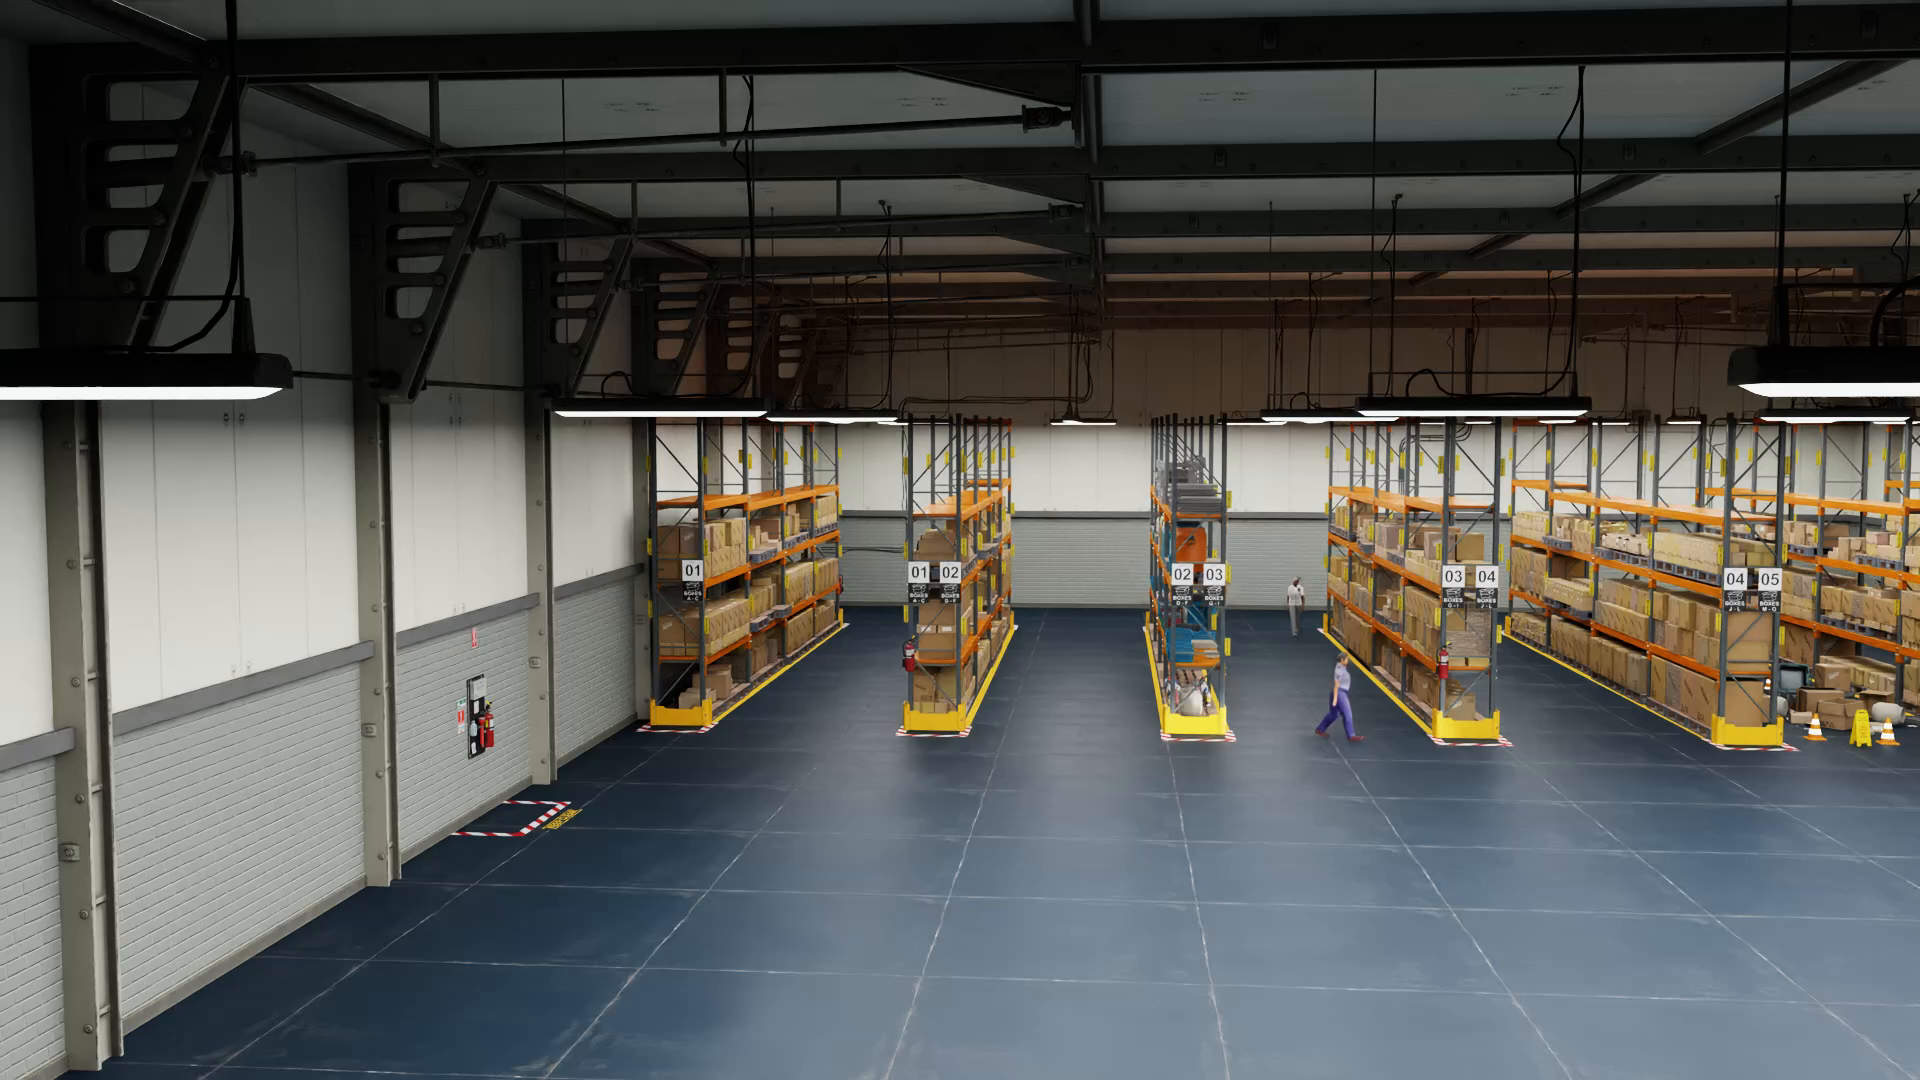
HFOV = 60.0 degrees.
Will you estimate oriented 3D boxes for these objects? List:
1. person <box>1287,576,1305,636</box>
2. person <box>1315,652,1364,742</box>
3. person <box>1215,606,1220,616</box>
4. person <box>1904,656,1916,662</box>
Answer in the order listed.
[{"bbox_3d":[9.290,1.797,45.953,0.453,1.622,1.035,0,4,5],"label":"person"},{"bbox_3d":[6.973,2.868,30.523,0.856,1.621,0.493,1,4,10],"label":"person"},{"bbox_3d":[7.664,1.452,50.387,0.437,1.790,0.589,-1,4,-13],"label":"person"},{"bbox_3d":[23.306,2.110,40.396,0.582,1.770,0.592,-1,4,-17],"label":"person"}]
